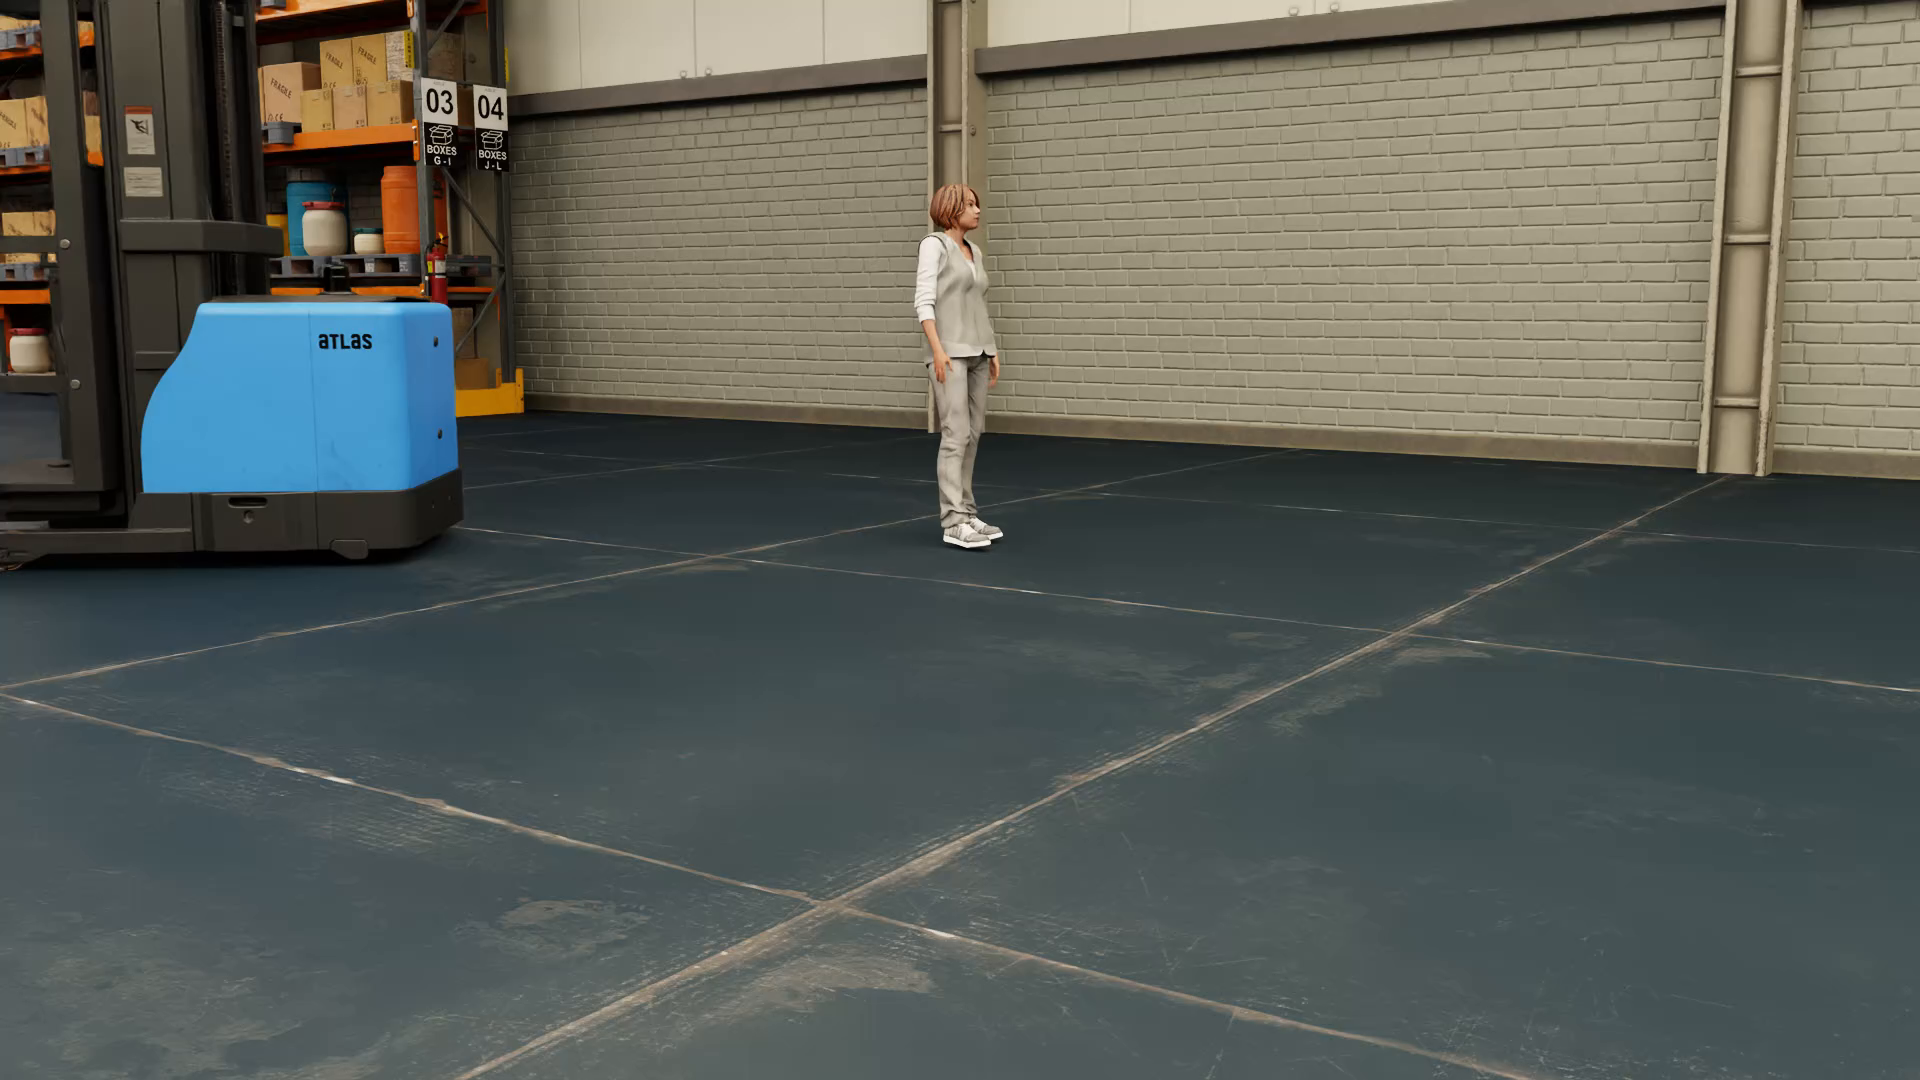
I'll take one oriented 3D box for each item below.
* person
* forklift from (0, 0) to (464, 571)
[{"bbox_3d":[0.054,-0.790,7.438,0.473,1.599,0.521,5,10,34],"label":"person"},{"bbox_3d":[-3.799,-1.401,7.043,3.031,2.935,1.130,-1,8,-4],"label":"forklift"}]
